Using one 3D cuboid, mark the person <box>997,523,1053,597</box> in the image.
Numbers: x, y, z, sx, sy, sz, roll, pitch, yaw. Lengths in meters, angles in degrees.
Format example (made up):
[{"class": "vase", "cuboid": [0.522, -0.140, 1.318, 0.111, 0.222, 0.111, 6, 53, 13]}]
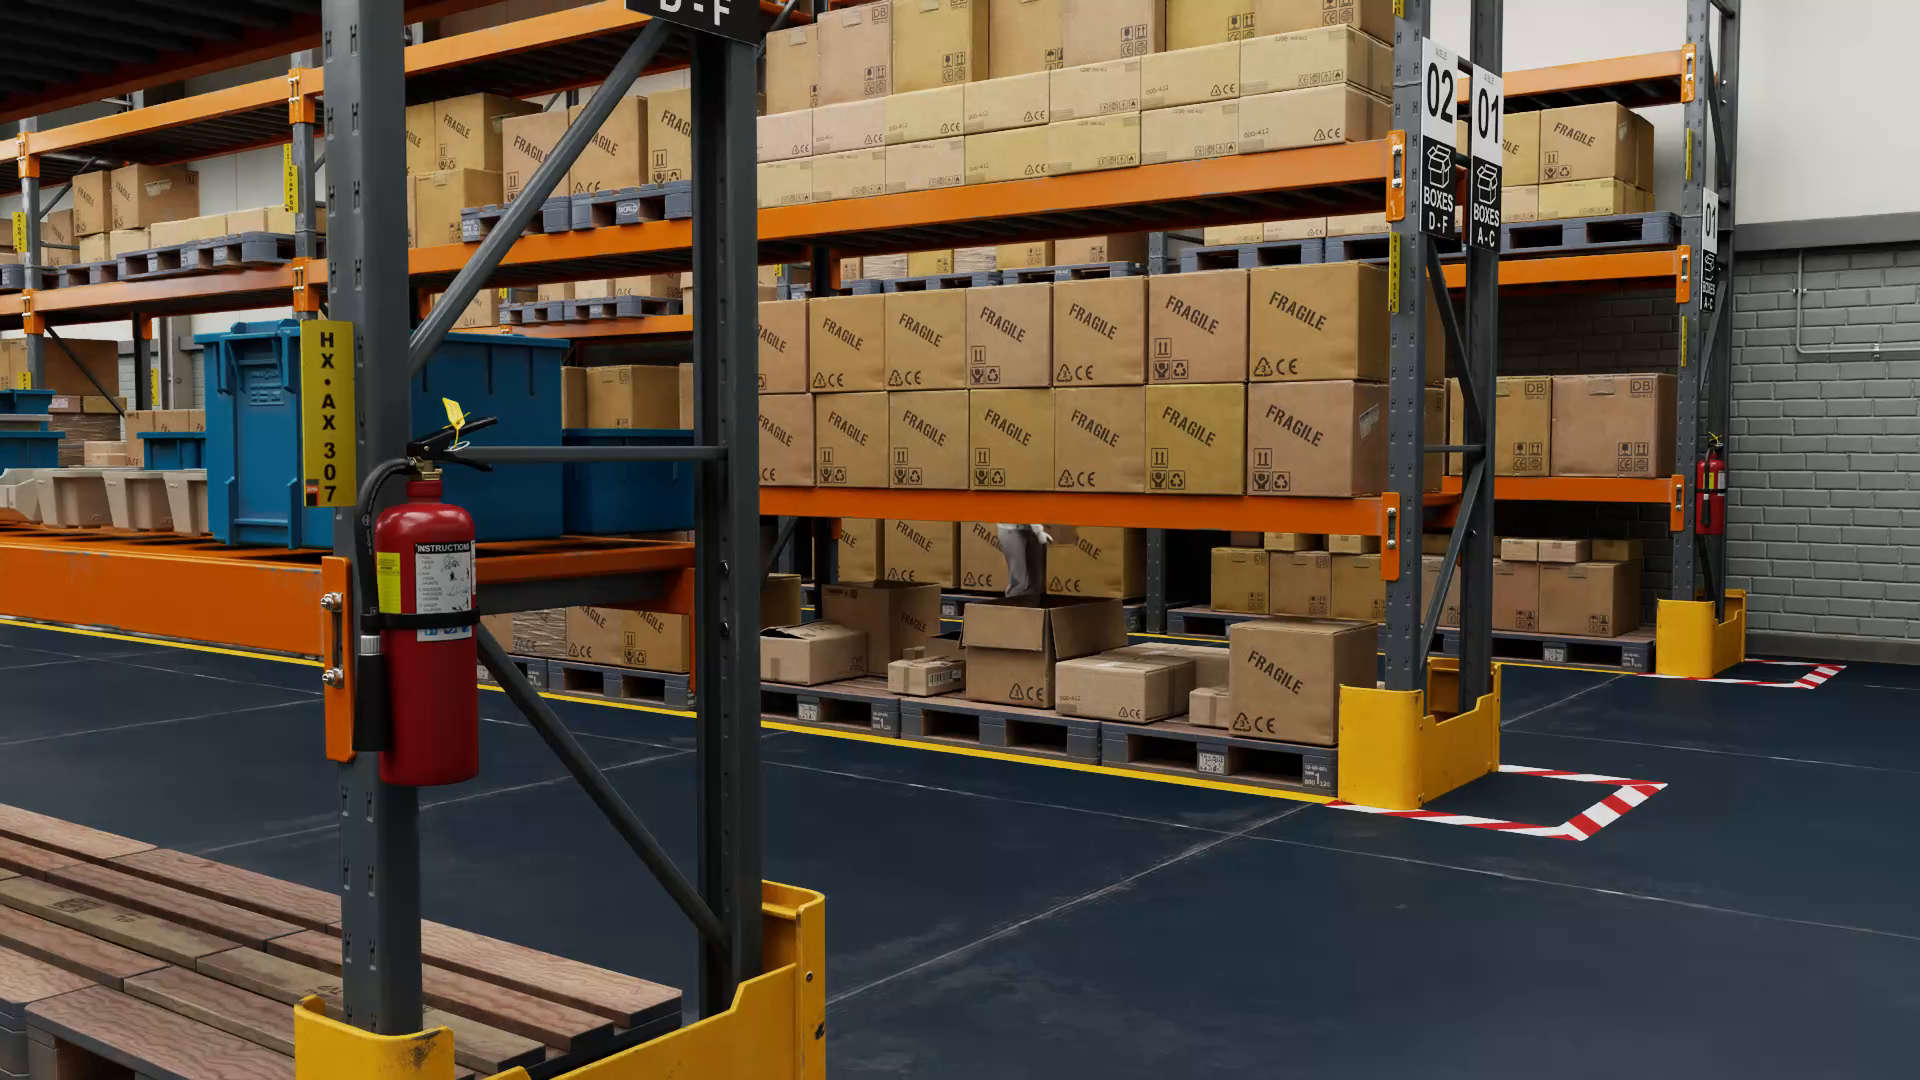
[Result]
[{"class": "person", "cuboid": [0.563, -0.035, 12.843, 0.544, 1.663, 0.417, 2, 4, 34]}]
